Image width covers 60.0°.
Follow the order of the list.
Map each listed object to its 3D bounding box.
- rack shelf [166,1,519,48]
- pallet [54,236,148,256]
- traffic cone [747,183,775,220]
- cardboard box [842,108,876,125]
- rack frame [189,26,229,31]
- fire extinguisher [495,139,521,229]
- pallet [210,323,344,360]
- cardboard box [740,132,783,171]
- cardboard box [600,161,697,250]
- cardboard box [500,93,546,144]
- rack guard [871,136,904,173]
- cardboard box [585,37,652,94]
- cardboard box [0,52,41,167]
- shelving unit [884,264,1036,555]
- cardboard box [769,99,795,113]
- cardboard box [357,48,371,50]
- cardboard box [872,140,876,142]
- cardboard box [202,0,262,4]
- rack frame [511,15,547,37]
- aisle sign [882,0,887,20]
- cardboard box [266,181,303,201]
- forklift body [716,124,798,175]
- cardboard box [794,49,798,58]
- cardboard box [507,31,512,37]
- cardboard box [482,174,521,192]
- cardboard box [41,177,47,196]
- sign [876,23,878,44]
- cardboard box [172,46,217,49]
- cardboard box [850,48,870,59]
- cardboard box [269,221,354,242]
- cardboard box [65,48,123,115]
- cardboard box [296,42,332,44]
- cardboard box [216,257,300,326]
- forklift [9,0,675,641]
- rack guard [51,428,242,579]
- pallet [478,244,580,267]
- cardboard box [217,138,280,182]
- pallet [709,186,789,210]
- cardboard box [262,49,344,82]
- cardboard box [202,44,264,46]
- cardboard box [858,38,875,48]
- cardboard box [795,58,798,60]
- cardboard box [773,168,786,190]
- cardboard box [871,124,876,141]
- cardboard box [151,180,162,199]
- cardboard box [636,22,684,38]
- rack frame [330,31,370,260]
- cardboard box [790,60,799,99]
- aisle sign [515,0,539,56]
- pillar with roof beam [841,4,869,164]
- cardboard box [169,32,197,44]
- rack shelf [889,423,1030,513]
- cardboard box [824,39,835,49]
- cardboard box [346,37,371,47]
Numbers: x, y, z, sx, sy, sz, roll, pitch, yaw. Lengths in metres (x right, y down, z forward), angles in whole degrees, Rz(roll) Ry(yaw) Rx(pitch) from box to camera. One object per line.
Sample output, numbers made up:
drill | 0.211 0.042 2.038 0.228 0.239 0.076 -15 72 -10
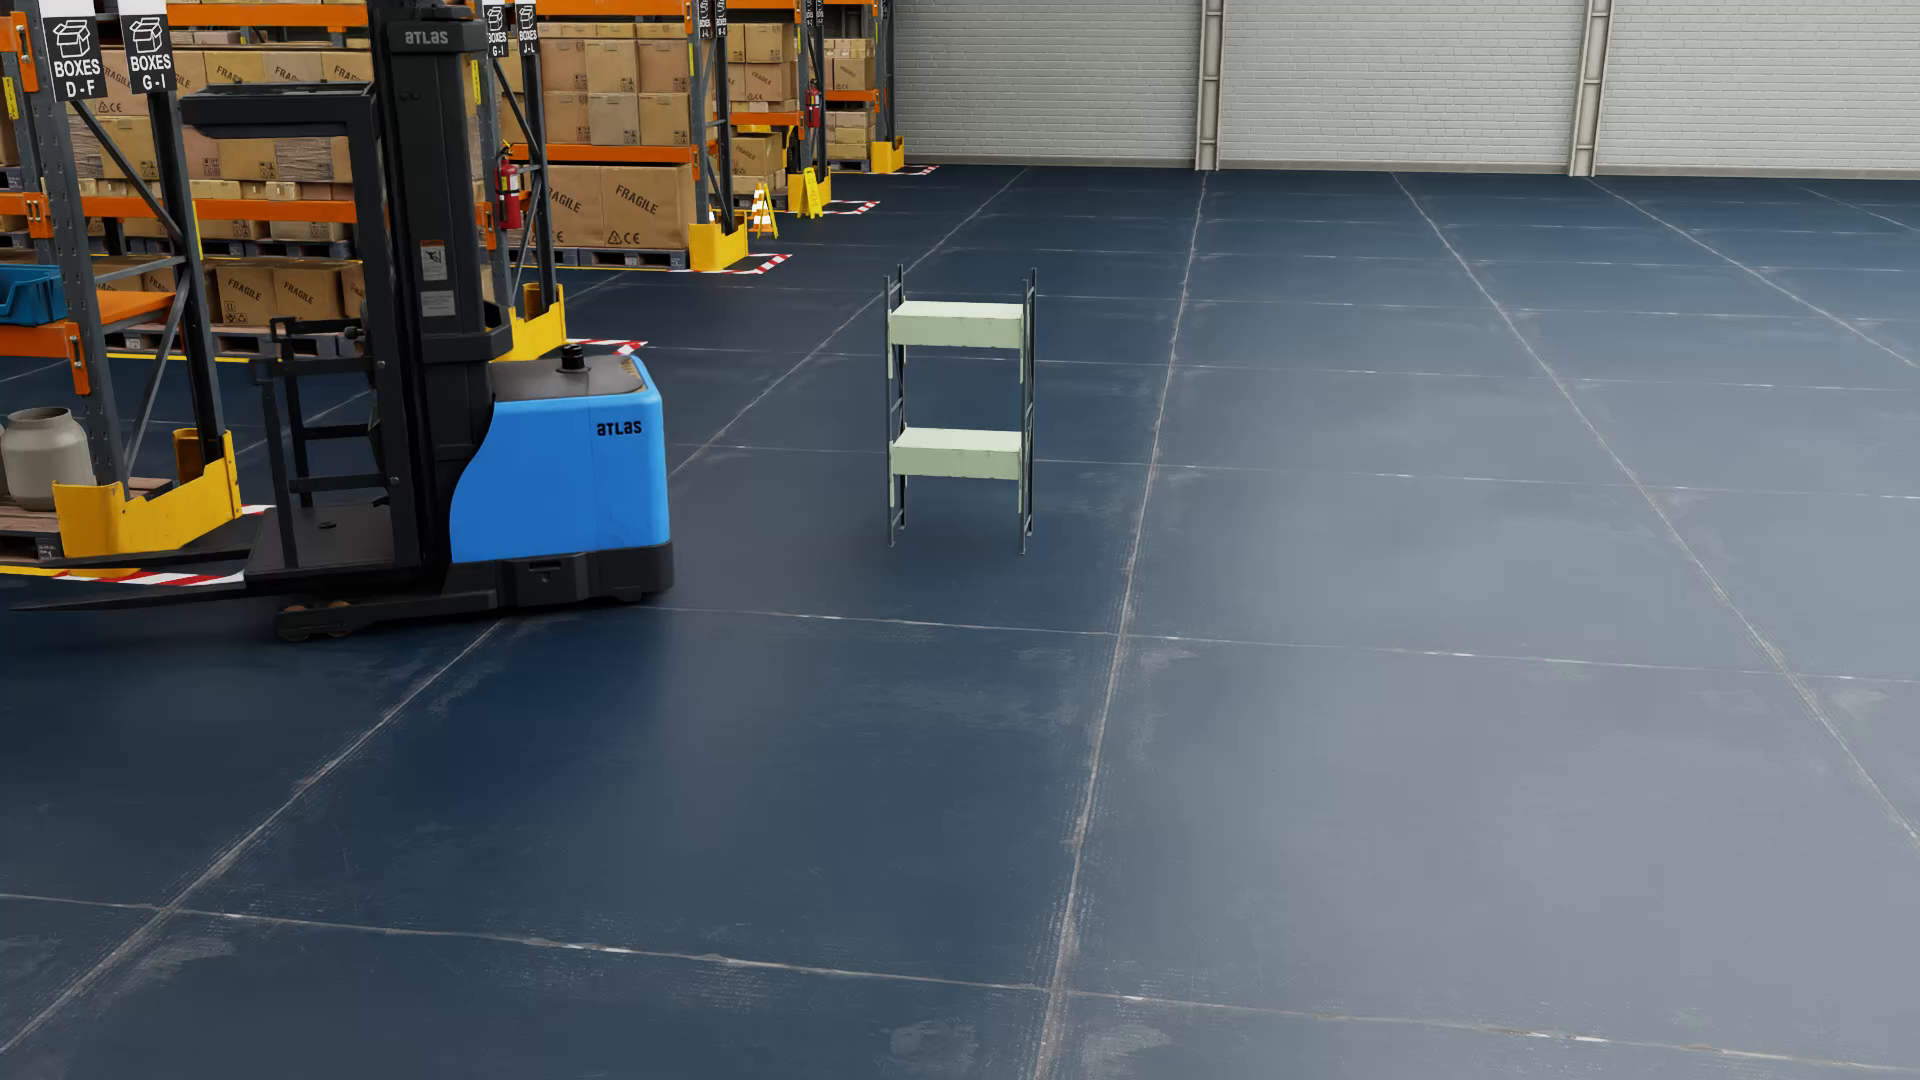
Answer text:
rack shelf | -5.564 -4.154 13.397 4.000 0.370 1.077 3 19 9
pallet | -9.835 -3.538 19.543 1.213 0.211 1.003 3 19 9
traffic cone | -2.647 -4.491 21.996 0.334 0.463 0.336 3 19 9
cardboard box | -1.678 -7.085 27.845 0.500 0.250 0.500 3 19 8
rack frame | -13.082 -8.236 29.190 0.127 3.000 1.000 3 19 9
fire extinguisher | -3.549 -2.785 13.021 0.183 0.674 0.296 3 19 9
pallet | -5.662 -1.767 14.253 1.213 0.211 1.003 3 19 9
cardboard box | -2.794 -5.456 23.371 0.500 0.500 0.500 2 19 7
cardboard box | -3.383 -3.726 18.397 0.875 0.875 0.875 3 19 9
cardboard box | -4.686 -4.698 18.381 0.500 0.550 0.875 3 19 9
rack guard | -1.210 -6.445 27.778 0.348 0.500 1.175 3 19 9
cardboard box | -3.621 -5.133 17.980 0.550 0.550 0.875 3 19 9
cardboard box | -8.301 -3.741 14.148 1.000 1.000 1.000 3 19 9
shelving unit | 0.007 -0.711 9.064 0.755 1.500 0.431 3 19 9
cardboard box | -2.421 -5.909 22.633 0.250 0.149 0.380 4 19 10
cardboard box | -4.582 -3.775 13.656 0.500 0.500 0.500 3 19 9
cardboard box | -1.688 -6.613 28.012 0.500 0.250 0.500 3 19 9
cardboard box | -5.601 -4.344 13.068 0.500 0.250 0.500 3 19 8
rack frame | -5.967 -6.278 23.338 0.127 3.000 1.000 3 19 9
aisle sign | -1.216 -8.769 26.687 0.004 0.787 0.394 3 19 9
cardboard box | -5.401 -2.845 13.475 0.250 0.149 0.380 3 19 9
forklift body | -3.396 -6.753 26.097 1.214 2.155 2.313 3 19 9
cardboard box | -2.638 -7.967 27.207 0.250 0.149 0.380 2 19 7
cardboard box | -6.375 -7.108 23.508 0.250 0.149 0.380 3 19 8
cardboard box | -3.833 -2.942 13.764 0.250 0.149 0.380 3 19 9
cardboard box | -7.374 -2.949 13.785 0.250 0.149 0.380 3 19 9
sign | -1.334 -8.124 26.658 0.005 0.325 0.100 3 19 9
cardboard box | -6.557 -3.875 13.954 0.500 0.500 0.500 3 19 9
cardboard box | -1.621 -7.916 27.056 0.250 0.149 0.380 3 19 9
cardboard box | -7.279 -3.857 18.988 0.750 0.750 1.050 3 19 8
cardboard box | -7.135 -3.734 13.532 0.500 0.500 0.500 3 19 9
cardboard box | -8.993 -6.748 23.454 0.500 0.500 0.500 4 19 11
cardboard box | -5.958 -2.121 14.193 0.500 0.500 0.500 1 19 4
forklift | -3.018 -1.097 7.963 3.031 2.935 1.130 -5 19 -16
rack guard | -4.458 -0.224 9.184 0.348 0.500 1.175 3 19 9
pallet | -4.706 -3.276 18.762 1.213 0.211 1.003 3 19 9
cardboard box | -5.619 -3.252 13.668 0.500 0.500 0.875 3 19 9
pallet | -2.889 -4.810 23.346 1.213 0.211 1.003 3 19 9
cardboard box | -5.159 -3.634 13.235 0.500 0.500 0.500 3 19 9
cardboard box | -8.150 -5.318 18.735 0.500 0.500 0.700 3 19 9
cardboard box | -1.532 -8.212 27.469 0.250 0.149 0.380 3 19 8
cardboard box | -2.778 -7.676 27.361 0.500 0.500 0.500 3 19 8
cardboard box | -2.770 -5.099 23.487 0.500 0.250 0.500 3 19 8
cardboard box | -1.665 -6.853 27.940 0.500 0.250 0.500 3 19 10
cardboard box | -6.390 -2.893 13.619 0.250 0.149 0.380 3 19 9
cardboard box | -4.045 -6.786 22.656 0.500 0.500 0.700 3 19 8
rack frame | -6.652 -4.722 18.688 0.127 3.000 1.000 3 19 9
cardboard box | -2.441 -6.376 23.005 0.500 0.500 0.500 3 19 8
aisle sign | -3.481 -4.296 13.317 0.004 0.787 0.394 3 19 9
pillar with roof beam | -2.461 -9.445 23.351 0.400 9.000 9.100 3 19 9
cardboard box | -10.976 -6.968 23.668 0.500 0.500 0.500 3 19 10
rack shelf | 0.007 -0.402 9.168 0.720 0.370 0.431 3 19 9
cardboard box | -2.132 -8.087 27.097 0.250 0.149 0.380 3 19 10
cardboard box | -6.293 -5.276 18.406 0.550 0.550 0.875 3 19 9
